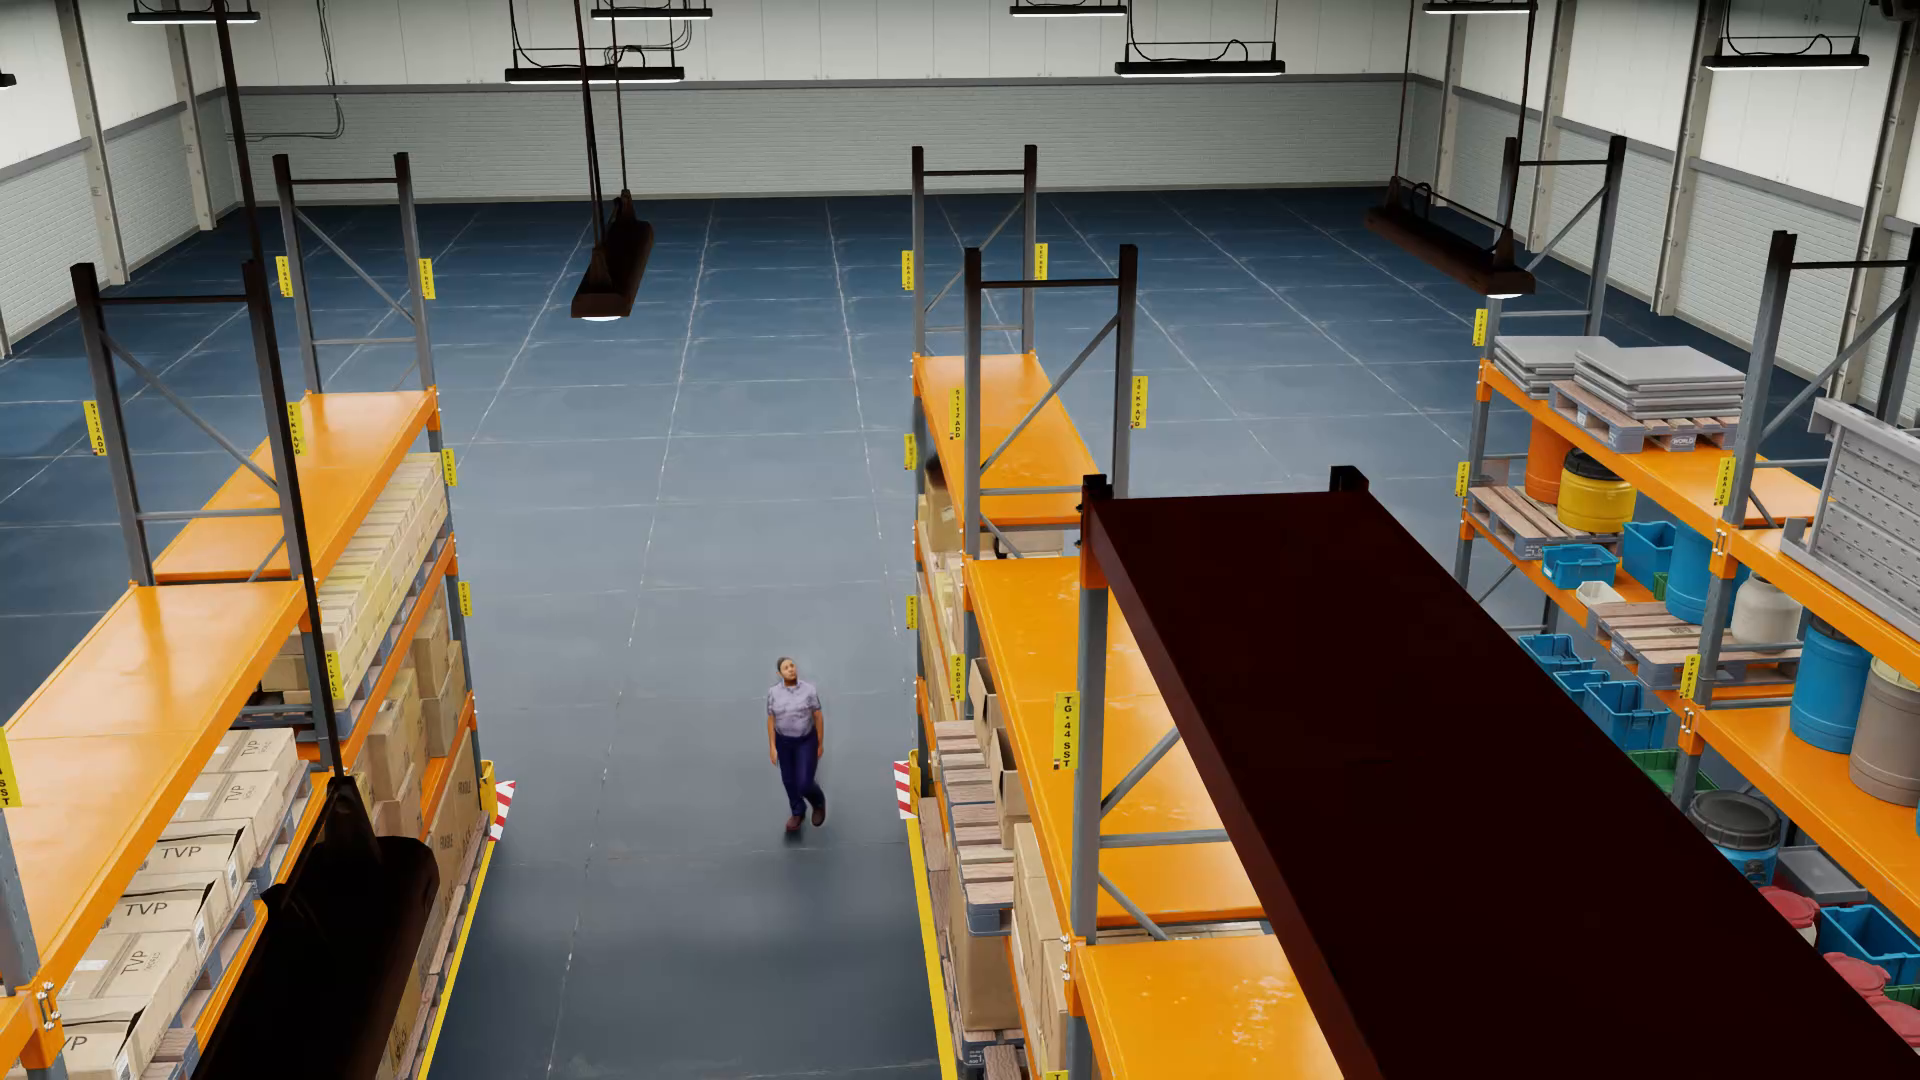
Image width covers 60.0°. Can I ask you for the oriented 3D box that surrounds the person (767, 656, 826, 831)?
[{"bbox_3d":[-1.479,1.845,14.797,0.500,1.608,0.490,9,23,22],"label":"person"}]
